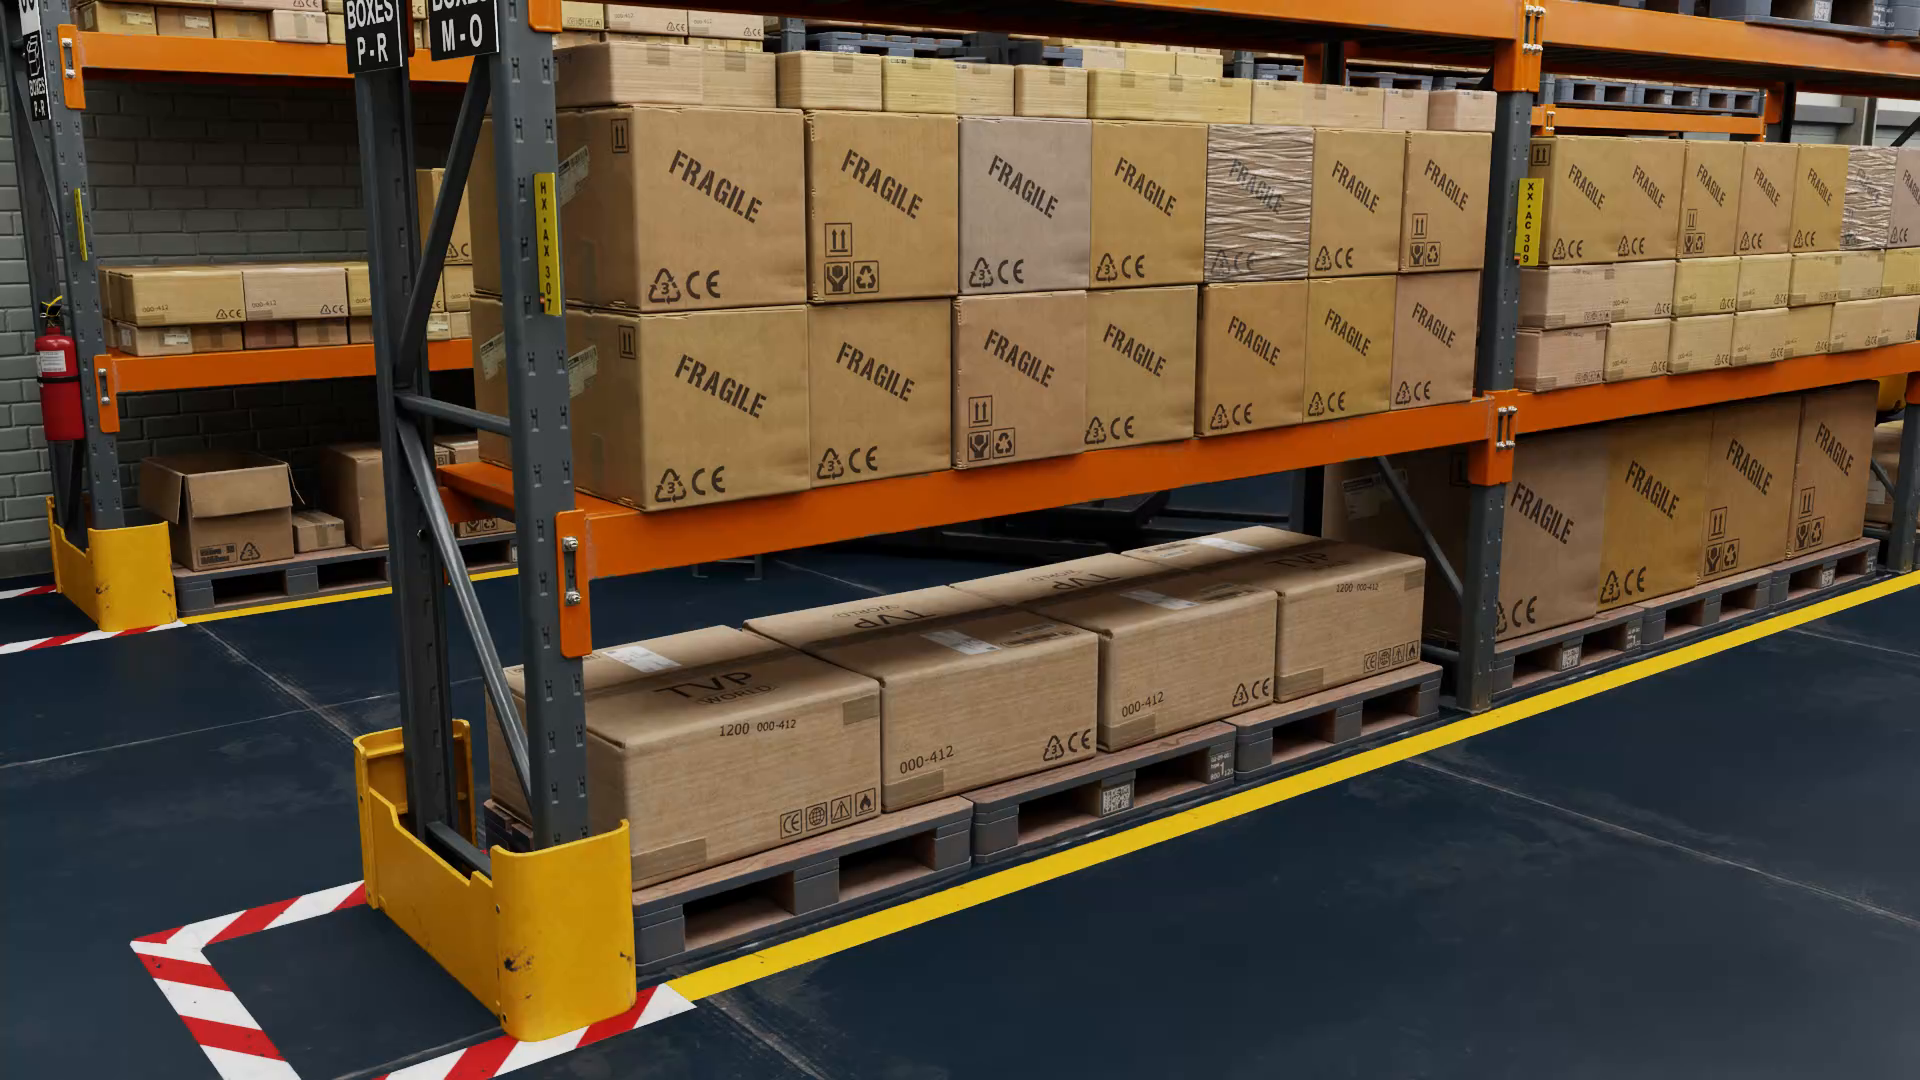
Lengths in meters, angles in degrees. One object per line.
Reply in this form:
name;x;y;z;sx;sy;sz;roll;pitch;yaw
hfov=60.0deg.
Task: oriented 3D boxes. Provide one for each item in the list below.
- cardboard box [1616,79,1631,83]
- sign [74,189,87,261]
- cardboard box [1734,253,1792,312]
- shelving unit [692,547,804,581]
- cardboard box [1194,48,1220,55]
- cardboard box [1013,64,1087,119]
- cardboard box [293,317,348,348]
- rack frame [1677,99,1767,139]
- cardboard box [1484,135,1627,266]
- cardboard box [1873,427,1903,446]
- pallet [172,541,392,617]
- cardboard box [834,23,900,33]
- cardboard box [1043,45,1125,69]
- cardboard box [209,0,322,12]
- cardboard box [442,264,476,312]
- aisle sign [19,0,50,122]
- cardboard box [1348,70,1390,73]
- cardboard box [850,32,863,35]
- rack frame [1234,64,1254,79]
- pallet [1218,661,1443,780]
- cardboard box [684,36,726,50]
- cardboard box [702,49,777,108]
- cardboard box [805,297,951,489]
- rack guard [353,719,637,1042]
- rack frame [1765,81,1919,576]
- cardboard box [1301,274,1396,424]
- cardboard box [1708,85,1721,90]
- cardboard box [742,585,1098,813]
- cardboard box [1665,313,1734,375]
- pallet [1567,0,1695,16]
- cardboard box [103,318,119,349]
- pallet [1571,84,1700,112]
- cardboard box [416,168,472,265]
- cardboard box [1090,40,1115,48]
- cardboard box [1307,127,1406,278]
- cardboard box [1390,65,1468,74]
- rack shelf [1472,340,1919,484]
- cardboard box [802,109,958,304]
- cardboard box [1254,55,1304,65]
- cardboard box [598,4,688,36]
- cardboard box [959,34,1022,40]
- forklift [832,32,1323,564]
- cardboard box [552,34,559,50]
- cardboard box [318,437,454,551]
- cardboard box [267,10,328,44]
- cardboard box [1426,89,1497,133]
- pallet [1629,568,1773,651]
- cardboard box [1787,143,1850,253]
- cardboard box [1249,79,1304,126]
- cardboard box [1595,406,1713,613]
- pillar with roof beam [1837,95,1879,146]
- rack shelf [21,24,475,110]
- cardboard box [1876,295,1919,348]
cardboard box;6.101;-4.388;15.704;0.250;0.149;0.380;-9;15;-36
sign;-4.070;-1.459;7.694;0.005;0.325;0.100;-9;15;-38
cardboard box;3.532;-1.220;7.810;0.500;0.250;0.500;-10;16;-39
shelving unit;-1.196;-0.595;9.320;0.431;1.500;0.755;3;12;13
cardboard box;1.711;-3.666;12.349;0.250;0.149;0.380;-9;15;-37
cardboard box;0.167;-1.341;5.015;0.250;0.149;0.380;-9;15;-37
cardboard box;-3.392;-1.102;8.702;0.250;0.149;0.380;-9;15;-36
rack frame;8.085;-3.200;17.976;0.127;3.000;1.000;-9;15;-38
cardboard box;2.341;-1.387;6.789;0.500;0.500;0.500;-9;15;-37
cardboard box;5.960;-0.446;10.322;0.625;0.372;0.950;-10;15;-39
pallet;-3.728;0.127;9.023;1.213;0.211;1.003;-9;15;-38
cardboard box;-0.580;-3.244;10.314;0.250;0.149;0.380;-9;15;-37
cardboard box;0.806;-3.319;11.679;0.500;0.250;0.500;-9;15;-38
cardboard box;-3.508;-2.746;8.261;0.500;0.250;0.500;-9;15;-37
cardboard box;-2.713;-1.413;9.204;0.500;0.250;0.500;-10;16;-39
aisle sign;-4.279;-2.339;7.663;0.004;0.787;0.394;-9;15;-38
cardboard box;3.453;-4.058;14.105;0.250;0.166;0.380;-9;15;-38
cardboard box;-0.713;-3.364;10.881;0.250;0.149;0.380;-10;16;-39
rack frame;1.838;-2.162;13.087;0.127;3.000;1.000;-9;15;-38
pallet;1.175;0.612;6.739;1.213;0.211;1.003;-9;15;-38
cardboard box;-1.575;-2.861;9.765;0.250;0.149;0.380;-9;15;-38
cardboard box;-0.695;-1.221;4.448;0.250;0.149;0.380;-9;15;-36
cardboard box;-0.374;-0.454;4.804;0.500;0.500;0.500;-10;15;-38
rack guard;-1.324;0.907;4.655;0.348;0.500;1.175;-9;15;-38
rack frame;4.942;-1.357;9.298;0.127;3.000;1.000;-9;15;-38
cardboard box;1.217;-0.718;6.046;0.500;0.500;0.500;-10;16;-39
cardboard box;7.429;-4.666;16.731;0.258;0.266;0.396;-9;15;-38
cardboard box;-0.143;0.507;5.677;0.875;0.438;0.875;-9;15;-36
cardboard box;3.140;-0.910;7.555;0.500;0.250;0.500;-10;15;-38
pallet;2.503;-2.339;7.160;1.217;0.209;0.805;-10;16;-40
cardboard box;-4.318;-1.087;8.632;0.250;0.149;0.380;-10;15;-38
pallet;6.563;-4.377;16.512;1.213;0.211;1.003;-9;15;-38
cardboard box;-2.715;-1.772;9.094;0.500;0.500;0.500;-9;15;-36
cardboard box;0.883;-3.542;11.765;0.250;0.149;0.380;-9;15;-37
cardboard box;1.221;-1.206;5.937;0.500;0.500;0.500;-10;15;-38
cardboard box;3.949;-4.126;14.078;0.500;0.311;0.500;-10;16;-40
rack shelf;3.380;-0.746;8.151;4.000;0.370;1.077;-9;15;-38
cardboard box;-0.354;-0.941;4.692;0.500;0.500;0.500;-10;16;-39
cardboard box;2.556;-3.987;12.968;0.500;0.500;0.500;-9;15;-37
cardboard box;-1.905;-3.010;9.504;0.500;0.250;0.500;-10;16;-40
cardboard box;0.196;-3.380;10.957;0.250;0.149;0.380;-9;15;-36
forklift;0.675;-1.378;9.563;3.031;2.935;1.130;4;13;19
cardboard box;-2.405;-2.733;9.161;0.250;0.149;0.380;-9;15;-37
cardboard box;-3.181;-0.275;9.209;0.500;0.500;0.700;-9;15;-35
cardboard box;-3.357;-2.556;8.328;0.250;0.149;0.380;-9;15;-36
cardboard box;1.776;-1.602;6.241;0.250;0.149;0.380;-10;15;-39
pallet;3.327;0.254;8.422;1.213;0.211;1.003;-9;15;-38
cardboard box;3.914;-1.654;8.050;0.500;0.500;0.500;-9;15;-38
cardboard box;0.942;-1.480;5.669;0.250;0.149;0.380;-10;15;-38
cardboard box;2.953;-0.216;8.029;0.875;0.875;0.875;-9;15;-36
pillar with roof beam;14.352;-6.270;17.994;0.400;9.000;9.100;-9;15;-38
rack shelf;-2.847;-2.499;9.184;4.000;0.370;1.077;-9;15;-38
cardboard box;4.709;-1.176;8.806;0.500;0.250;0.500;-10;16;-40
